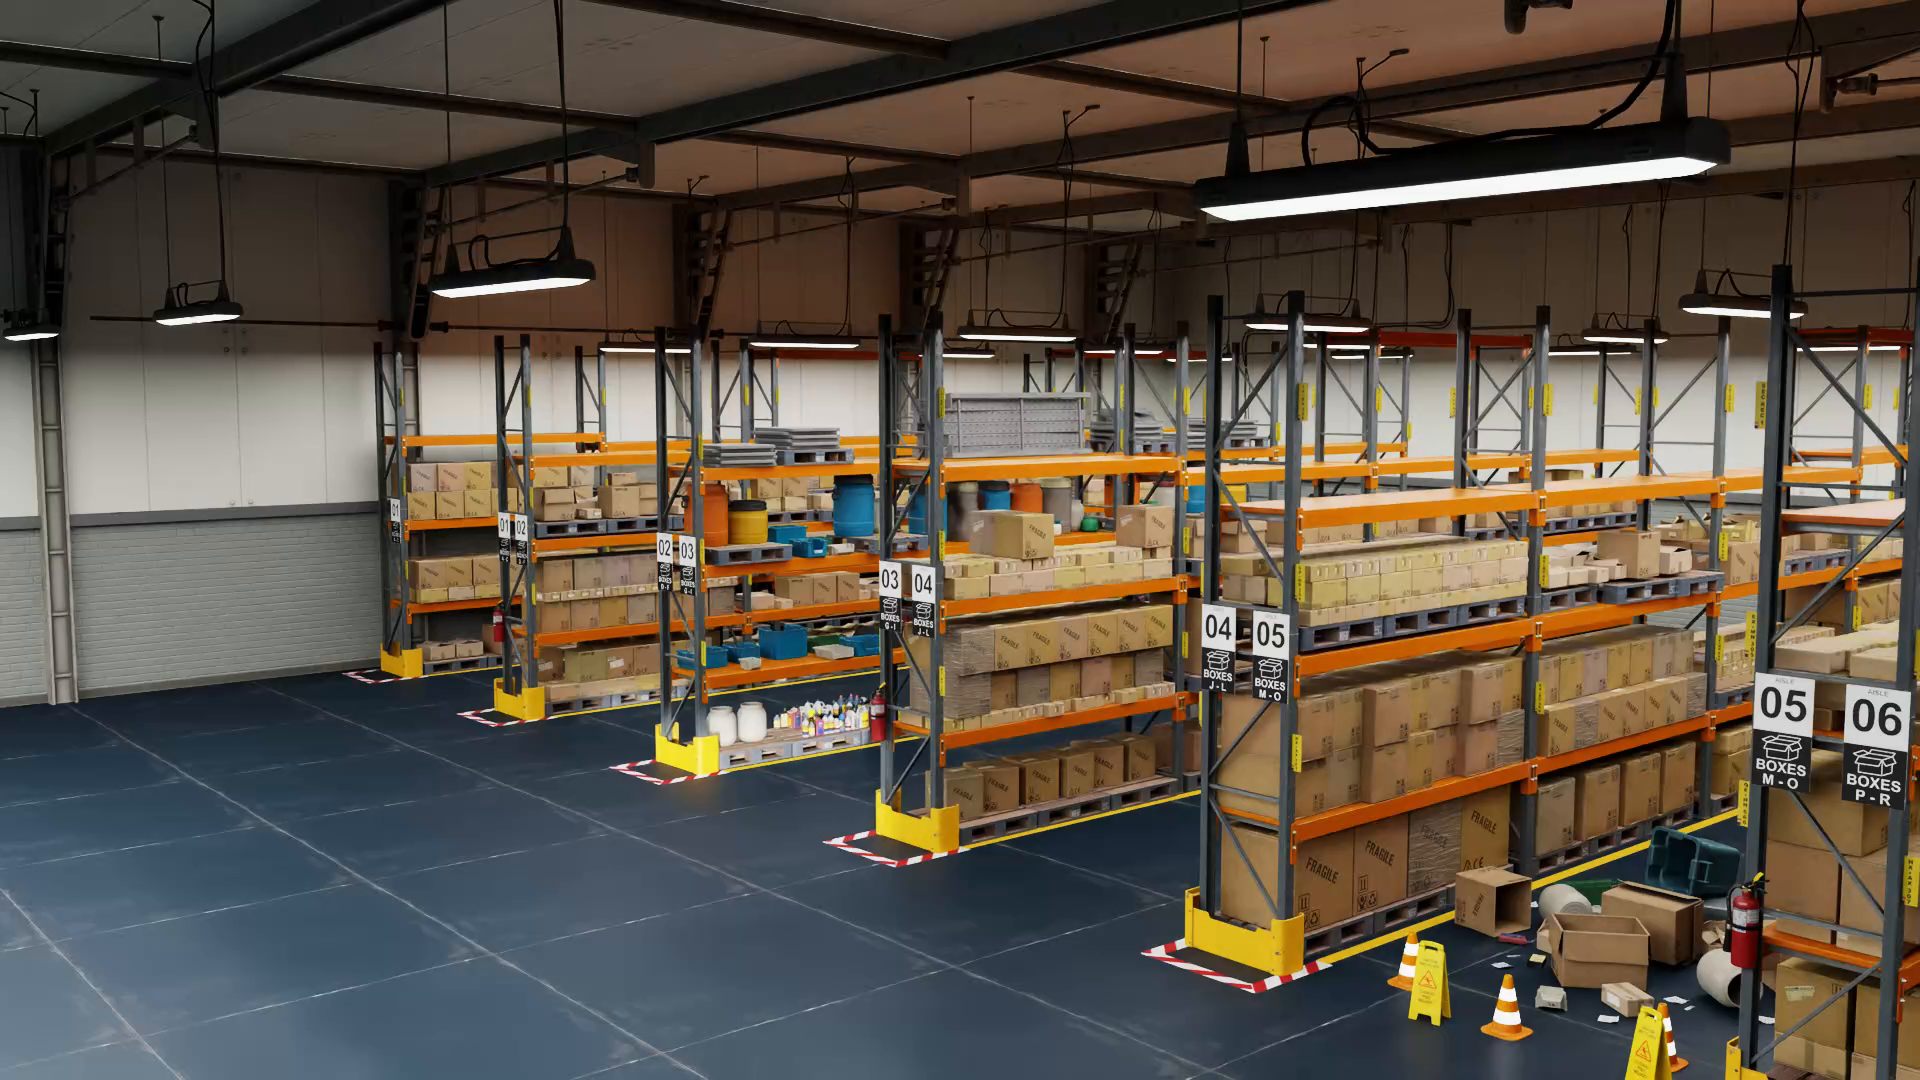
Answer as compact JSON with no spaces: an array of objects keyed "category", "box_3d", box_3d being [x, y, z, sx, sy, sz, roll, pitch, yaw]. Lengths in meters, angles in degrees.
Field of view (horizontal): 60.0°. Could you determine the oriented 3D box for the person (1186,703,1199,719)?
[{"category":"person","box_3d":[3.457,1.970,25.300,0.547,1.747,0.425,-4,6,-35]}]
